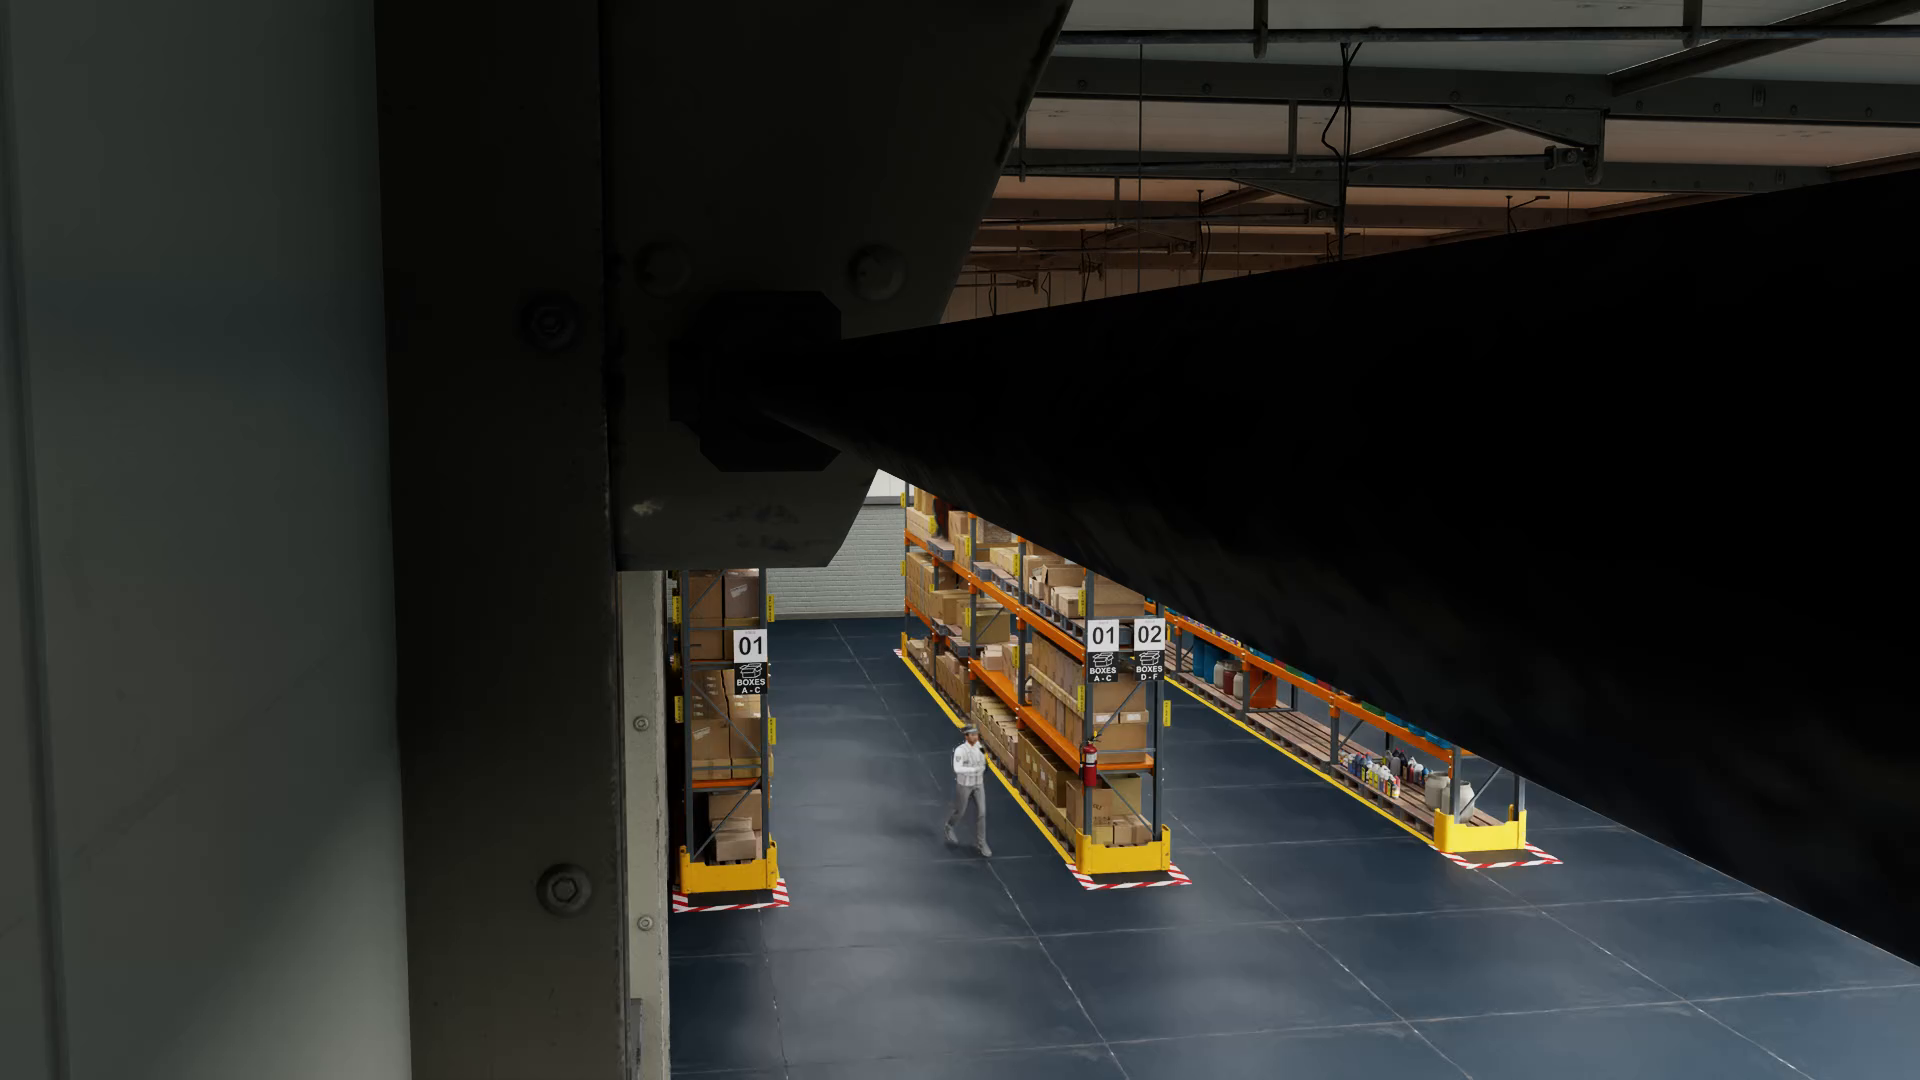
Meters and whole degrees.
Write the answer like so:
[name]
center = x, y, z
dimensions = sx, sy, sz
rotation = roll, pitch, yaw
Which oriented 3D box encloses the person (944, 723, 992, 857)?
[person]
center = 0.153, 3.209, 21.776
dimensions = 0.459, 1.702, 0.919
rotation = -4, 7, -35
